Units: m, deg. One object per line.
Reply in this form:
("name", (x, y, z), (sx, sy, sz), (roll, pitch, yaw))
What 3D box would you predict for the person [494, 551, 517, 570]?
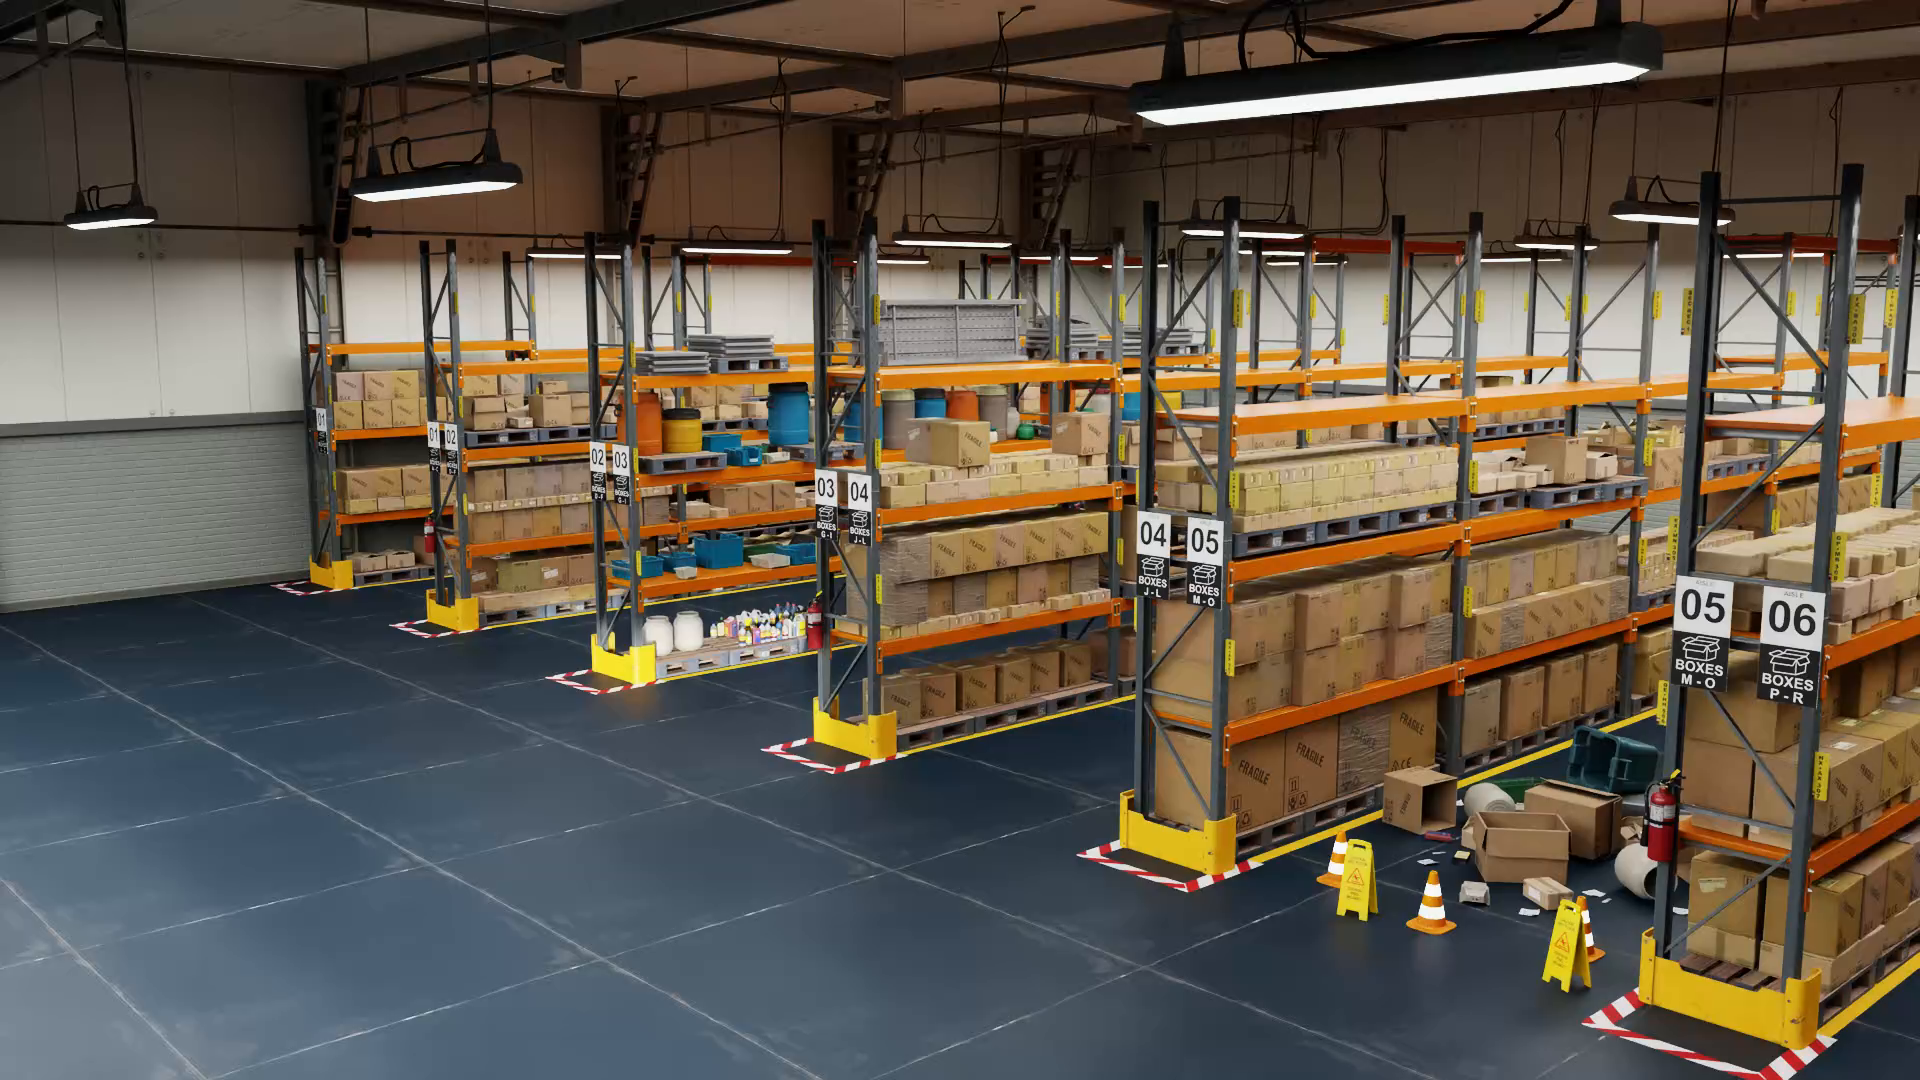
("person", (-8.044, 0.135, 29.324), (0.636, 1.496, 0.858), (2, 9, 16))
